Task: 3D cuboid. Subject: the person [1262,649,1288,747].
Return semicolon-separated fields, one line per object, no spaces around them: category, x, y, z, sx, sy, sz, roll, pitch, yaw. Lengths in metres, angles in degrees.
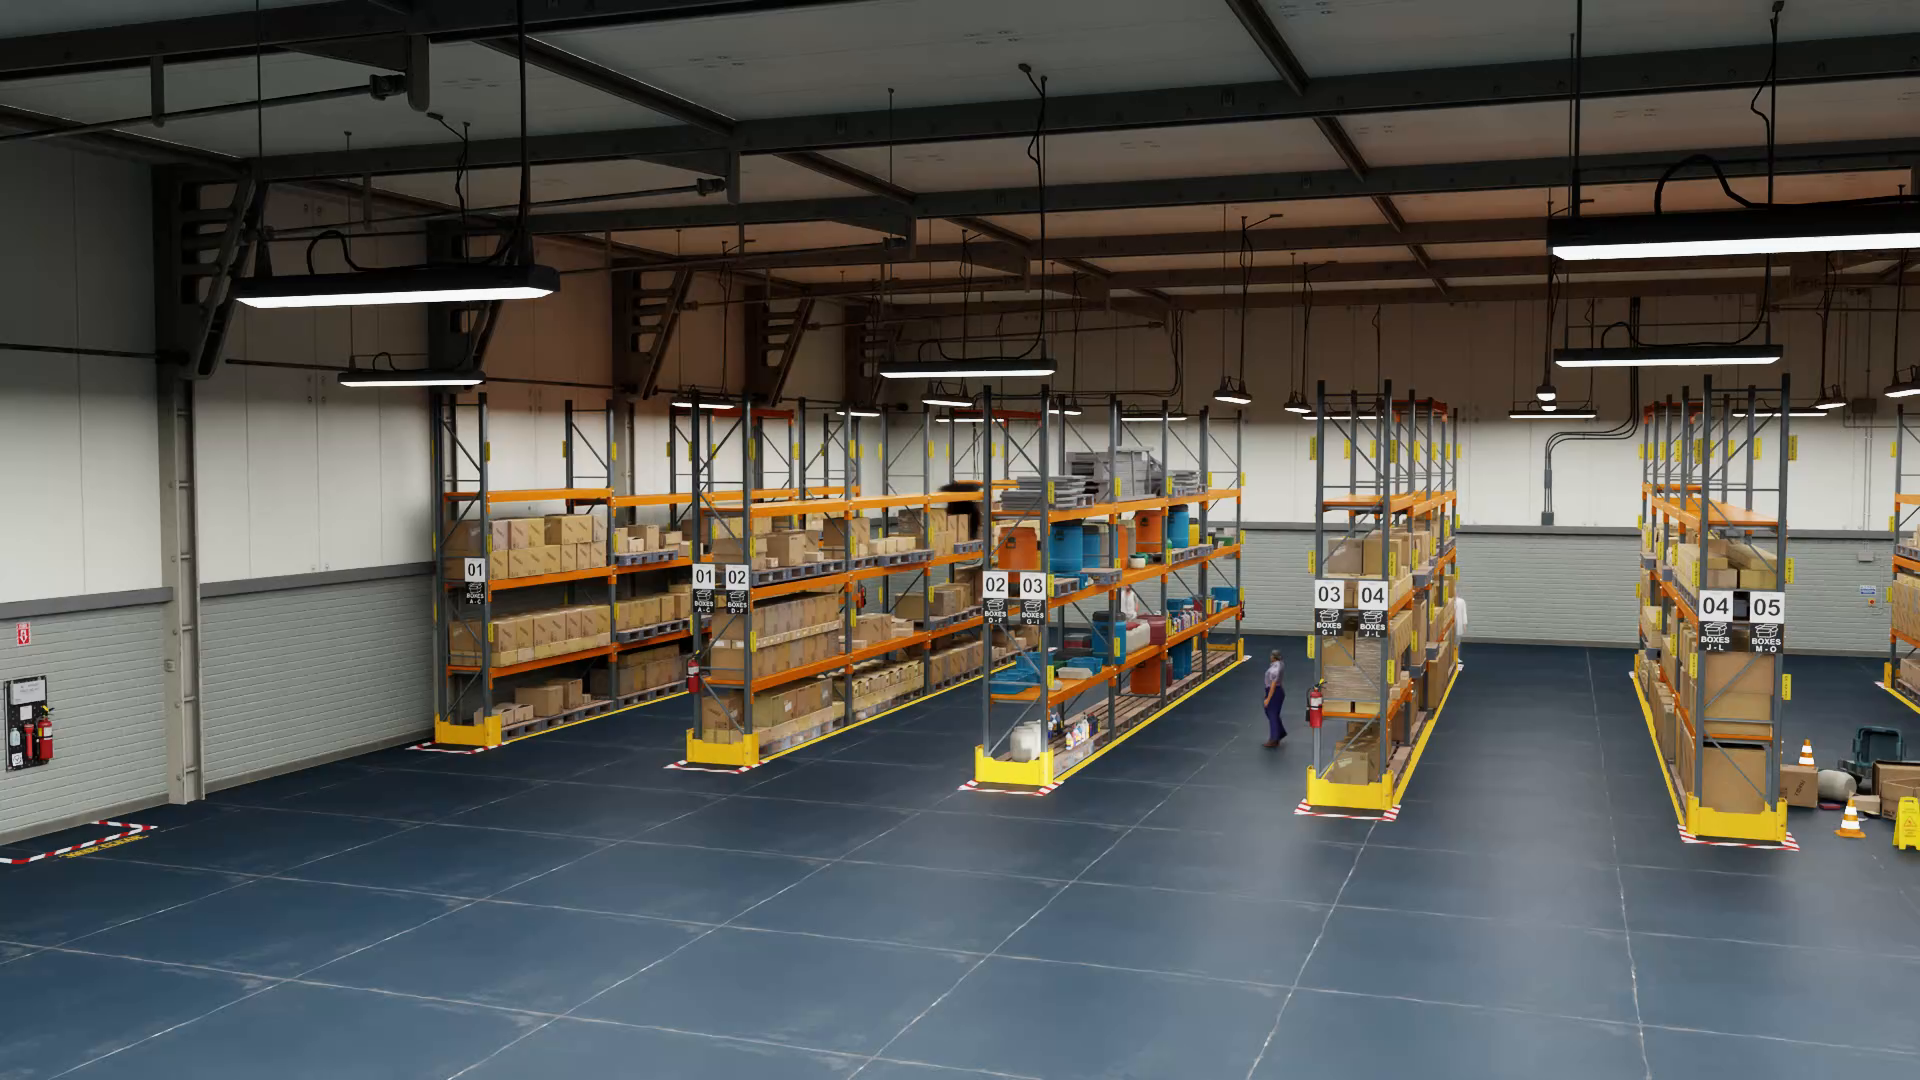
person;5.381;2.670;28.336;0.422;1.656;0.579;1;3;12

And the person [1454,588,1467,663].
person;11.668;2.020;39.276;0.619;1.800;0.555;1;3;13

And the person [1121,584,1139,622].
person;4.225;1.883;41.700;0.532;1.729;1.022;0;3;5
